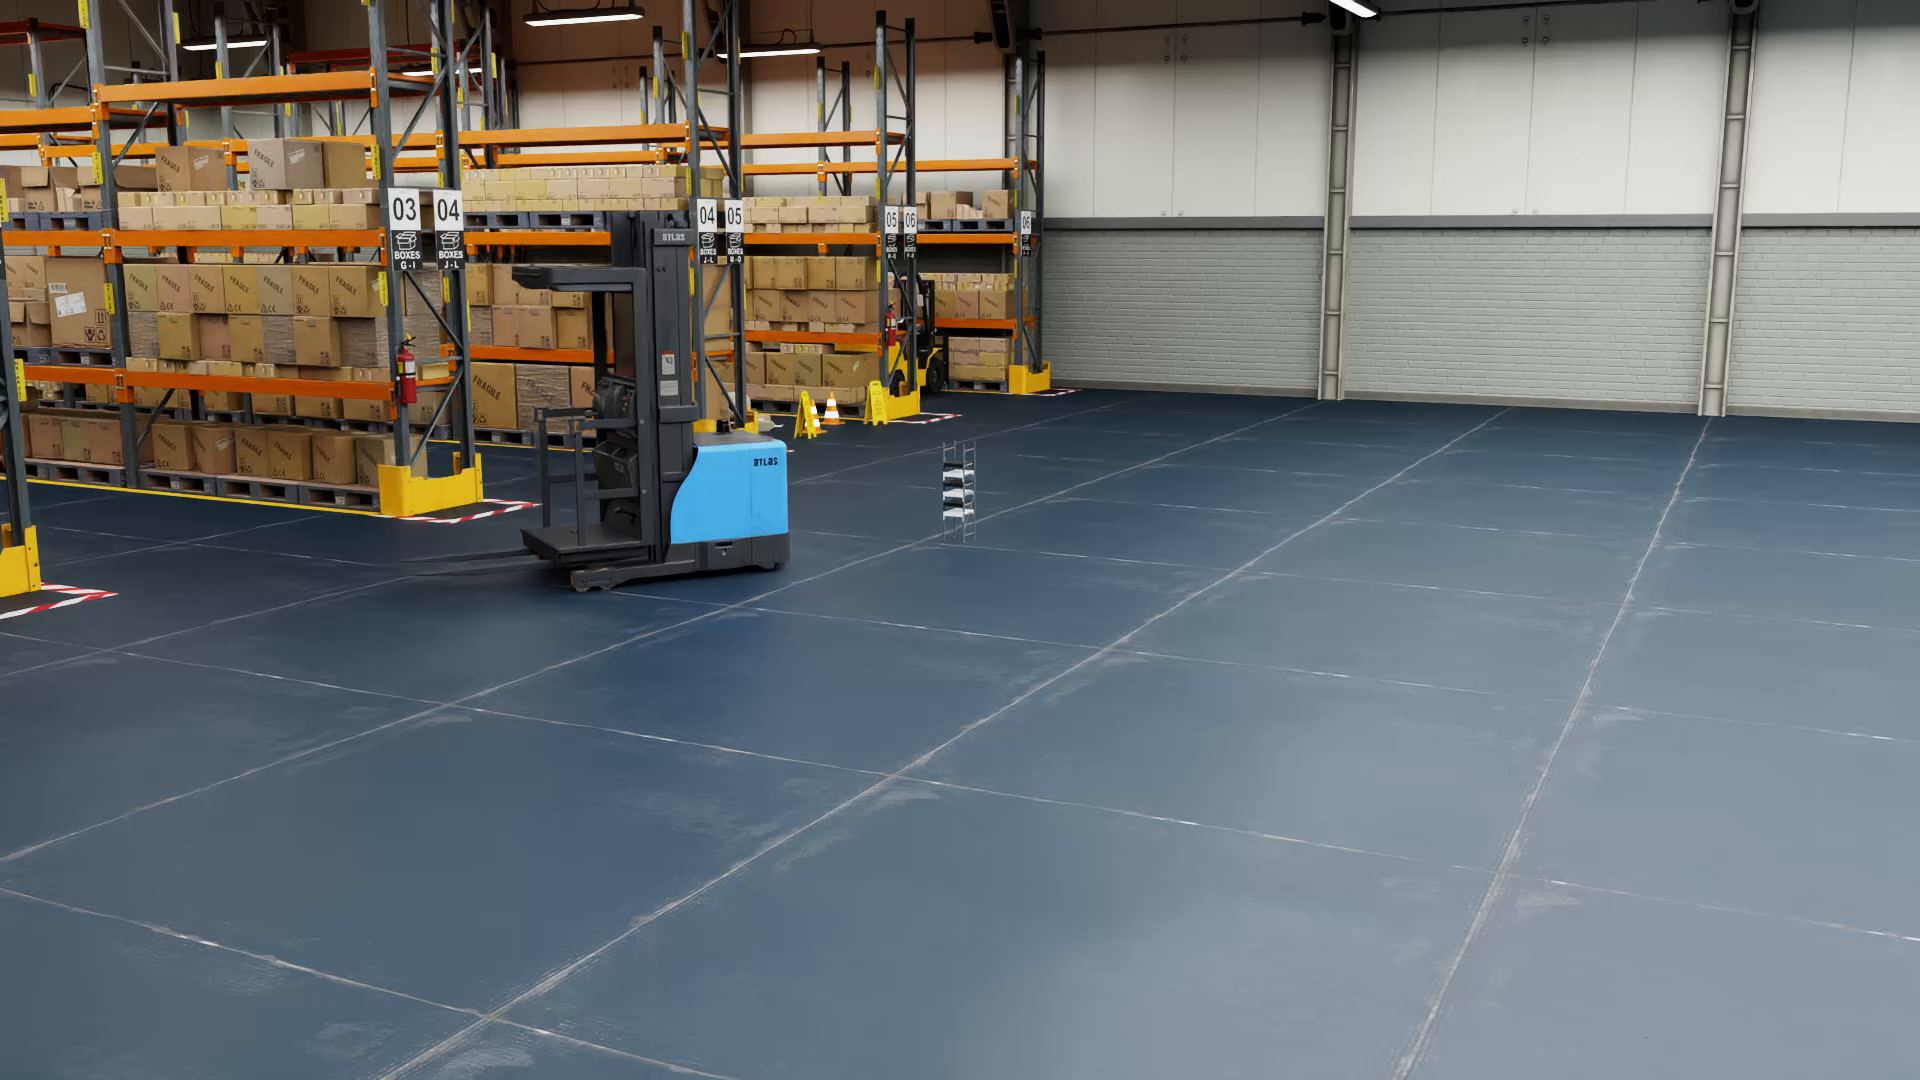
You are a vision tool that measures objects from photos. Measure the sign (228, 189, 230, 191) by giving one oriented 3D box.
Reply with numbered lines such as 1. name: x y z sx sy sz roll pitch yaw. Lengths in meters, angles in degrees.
1. sign: -10.471 -4.862 23.800 0.005 0.325 0.100 5 11 26

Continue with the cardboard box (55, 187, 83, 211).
1. cardboard box: -9.814 -3.794 18.545 0.258 0.266 0.396 5 12 28

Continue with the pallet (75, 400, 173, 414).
1. pallet: -13.117 -2.100 26.243 1.213 0.211 1.003 5 11 26

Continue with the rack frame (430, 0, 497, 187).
1. rack frame: -6.642 -5.855 22.315 0.127 3.000 1.000 5 11 26

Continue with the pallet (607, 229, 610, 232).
1. pallet: -5.049 -5.151 27.374 1.003 0.211 1.213 5 11 26

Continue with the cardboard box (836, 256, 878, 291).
1. cardboard box: -1.510 -4.080 25.425 0.500 0.500 0.700 5 11 24

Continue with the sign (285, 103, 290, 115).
1. sign: -11.984 -7.735 29.634 0.005 0.325 0.100 5 11 26

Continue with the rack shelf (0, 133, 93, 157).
1. rack shelf: -15.610 -6.288 26.733 4.000 0.370 1.077 5 11 26

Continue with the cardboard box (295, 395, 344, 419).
1. cardboard box: -8.937 -2.187 24.031 0.750 0.750 1.050 5 11 27

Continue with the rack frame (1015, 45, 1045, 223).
1. rack frame: 1.238 -7.132 29.367 0.127 3.000 1.000 5 11 26

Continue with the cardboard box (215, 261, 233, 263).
1. cardboard box: -13.620 -4.987 31.275 0.500 0.500 0.500 5 11 26

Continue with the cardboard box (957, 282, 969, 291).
1. cardboard box: 0.138 -4.598 30.109 0.250 0.149 0.380 5 11 25

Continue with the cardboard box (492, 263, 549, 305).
1. cardboard box: -5.782 -3.449 22.412 0.550 0.550 0.875 5 11 26

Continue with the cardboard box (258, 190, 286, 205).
1. cardboard box: -6.891 -3.478 16.904 0.250 0.149 0.380 4 11 23

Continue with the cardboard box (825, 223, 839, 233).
1. cardboard box: -1.860 -4.763 25.409 0.250 0.149 0.380 5 12 28

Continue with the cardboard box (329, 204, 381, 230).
1. cardboard box: -5.885 -3.204 16.507 0.500 0.250 0.500 5 12 27

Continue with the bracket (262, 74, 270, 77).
1. bracket: -15.659 -10.496 37.850 0.430 0.232 0.235 5 11 26

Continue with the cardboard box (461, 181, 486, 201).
1. cardboard box: -6.327 -4.624 22.063 0.500 0.250 0.500 5 11 26

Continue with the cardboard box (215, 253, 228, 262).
1. cardboard box: -13.736 -5.307 31.219 0.250 0.149 0.380 5 11 24

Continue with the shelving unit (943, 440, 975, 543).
1. shelving unit: -0.007 -0.443 15.154 0.210 0.900 0.258 5 11 26

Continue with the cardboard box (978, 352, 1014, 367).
1. cardboard box: 0.663 -3.268 30.001 0.500 0.250 0.500 5 11 25

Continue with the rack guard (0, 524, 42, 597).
1. rack guard: -7.620 0.219 12.618 0.348 0.500 1.175 5 11 26

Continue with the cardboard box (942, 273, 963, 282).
1. cardboard box: -0.131 -4.754 30.138 0.250 0.149 0.380 5 12 27

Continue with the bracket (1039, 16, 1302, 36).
1. bracket: 3.553 -8.808 28.522 4.783 0.066 0.076 5 11 26

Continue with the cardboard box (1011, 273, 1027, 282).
1. cardboard box: 1.031 -4.755 30.143 0.250 0.149 0.380 5 11 25

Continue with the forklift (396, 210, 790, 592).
1. forklift: -2.958 -1.145 13.326 3.031 2.935 1.130 -6 12 -29

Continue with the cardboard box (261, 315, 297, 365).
1. cardboard box: -6.752 -2.114 17.371 0.500 0.500 0.875 5 11 26

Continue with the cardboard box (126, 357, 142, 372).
1. cardboard box: -8.867 -1.930 18.180 0.250 0.149 0.380 5 11 26

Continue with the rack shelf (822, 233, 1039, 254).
1. rack shelf: -0.556 -5.459 30.569 4.000 0.370 1.077 5 11 26

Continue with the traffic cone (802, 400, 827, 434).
1. traffic cone: -2.098 -1.762 23.667 0.334 0.463 0.336 5 11 26

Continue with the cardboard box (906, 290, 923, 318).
1. cardboard box: -0.696 -4.346 30.541 0.500 0.500 0.500 5 11 26

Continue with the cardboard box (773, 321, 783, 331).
1. cardboard box: -2.747 -3.382 26.199 0.250 0.149 0.380 5 11 26

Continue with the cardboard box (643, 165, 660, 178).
1. cardboard box: -3.730 -4.581 20.703 0.250 0.149 0.380 5 11 26

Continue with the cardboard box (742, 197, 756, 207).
1. cardboard box: -3.212 -5.276 26.002 0.250 0.149 0.380 5 11 25

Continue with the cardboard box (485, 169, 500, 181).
1. cardboard box: -6.010 -4.781 21.808 0.250 0.149 0.380 5 11 25

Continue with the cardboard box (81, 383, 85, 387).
1. cardboard box: -14.000 -2.564 26.963 0.250 0.149 0.380 6 12 28

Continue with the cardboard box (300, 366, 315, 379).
1. cardboard box: -6.581 -1.750 17.180 0.250 0.149 0.380 5 11 26

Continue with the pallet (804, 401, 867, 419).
1. pallet: -1.736 -2.090 26.186 1.213 0.211 1.003 5 11 26

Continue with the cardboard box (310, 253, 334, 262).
1. cardboard box: -11.885 -5.259 30.955 0.250 0.149 0.380 5 11 25

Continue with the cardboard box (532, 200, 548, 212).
1. cardboard box: -5.323 -4.328 21.547 0.250 0.149 0.380 5 11 26

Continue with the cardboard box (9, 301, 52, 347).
1. cardboard box: -10.523 -2.498 19.143 0.637 0.503 0.797 6 12 32

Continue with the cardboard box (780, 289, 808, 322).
1. cardboard box: -2.458 -3.661 25.920 0.500 0.500 0.500 5 11 26

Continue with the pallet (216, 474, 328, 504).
1. pallet: -7.211 -0.604 17.973 1.213 0.211 1.003 5 11 26

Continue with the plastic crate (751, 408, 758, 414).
1. plastic crate: -3.497 -2.010 26.114 0.583 0.080 0.402 1 10 6

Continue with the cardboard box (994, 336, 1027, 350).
1. cardboard box: 0.891 -3.593 30.396 0.500 0.250 0.500 5 11 25

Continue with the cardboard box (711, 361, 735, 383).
1. cardboard box: -3.647 -2.795 26.684 0.500 0.500 0.500 6 12 28

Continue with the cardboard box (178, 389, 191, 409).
1. cardboard box: -11.399 -2.247 25.061 0.500 0.500 0.500 6 12 28

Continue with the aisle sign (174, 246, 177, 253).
1. aisle sign: -15.231 -5.982 32.559 0.004 0.787 0.394 5 11 26

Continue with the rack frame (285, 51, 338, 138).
1. rack frame: -11.716 -7.284 30.210 0.127 3.000 1.000 5 11 26

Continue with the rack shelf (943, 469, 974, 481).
1. rack shelf: -0.007 -0.588 15.127 0.200 0.077 0.258 5 11 26

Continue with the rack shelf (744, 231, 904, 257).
1. rack shelf: -2.749 -4.666 26.187 4.000 0.370 1.077 5 11 26

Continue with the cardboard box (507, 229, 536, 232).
1. cardboard box: -7.284 -5.466 28.305 0.500 0.500 0.700 5 11 26

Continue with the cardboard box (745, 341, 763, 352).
1. cardboard box: -3.343 -3.074 26.405 0.250 0.149 0.380 6 12 29

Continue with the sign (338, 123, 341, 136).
1. sign: -13.351 -8.804 35.765 0.005 0.325 0.100 5 11 26

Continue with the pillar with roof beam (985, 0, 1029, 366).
1. pillar with roof beam: -0.893 -6.643 26.667 0.548 9.000 9.100 5 11 26

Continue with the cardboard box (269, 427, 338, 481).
1. cardboard box: -6.997 -0.926 17.766 0.500 0.500 0.500 6 12 31
